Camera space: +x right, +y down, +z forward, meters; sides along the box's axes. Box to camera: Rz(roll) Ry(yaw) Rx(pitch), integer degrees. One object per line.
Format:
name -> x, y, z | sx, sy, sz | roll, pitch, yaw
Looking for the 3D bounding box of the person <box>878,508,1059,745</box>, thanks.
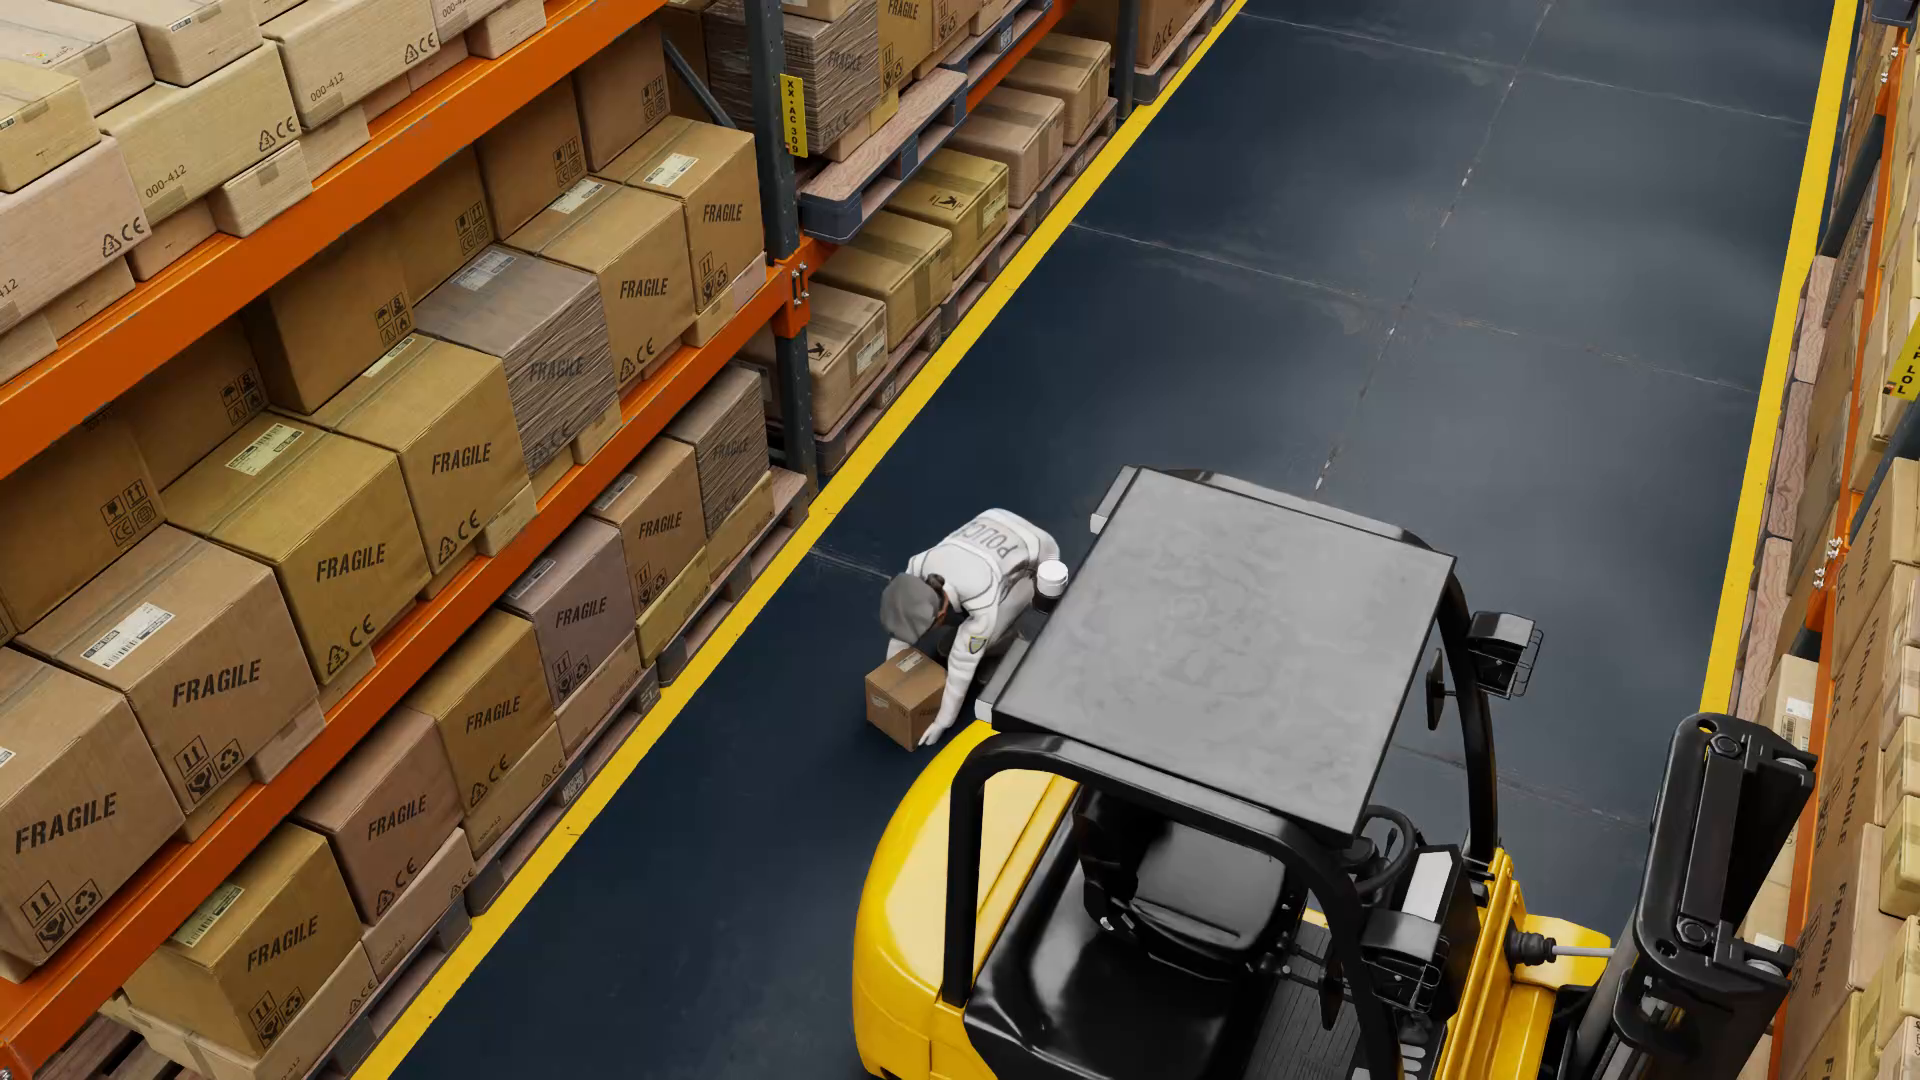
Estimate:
person -> 0.023, 0.274, 6.574 | 0.459, 0.802, 0.901 | 32, 51, 30
